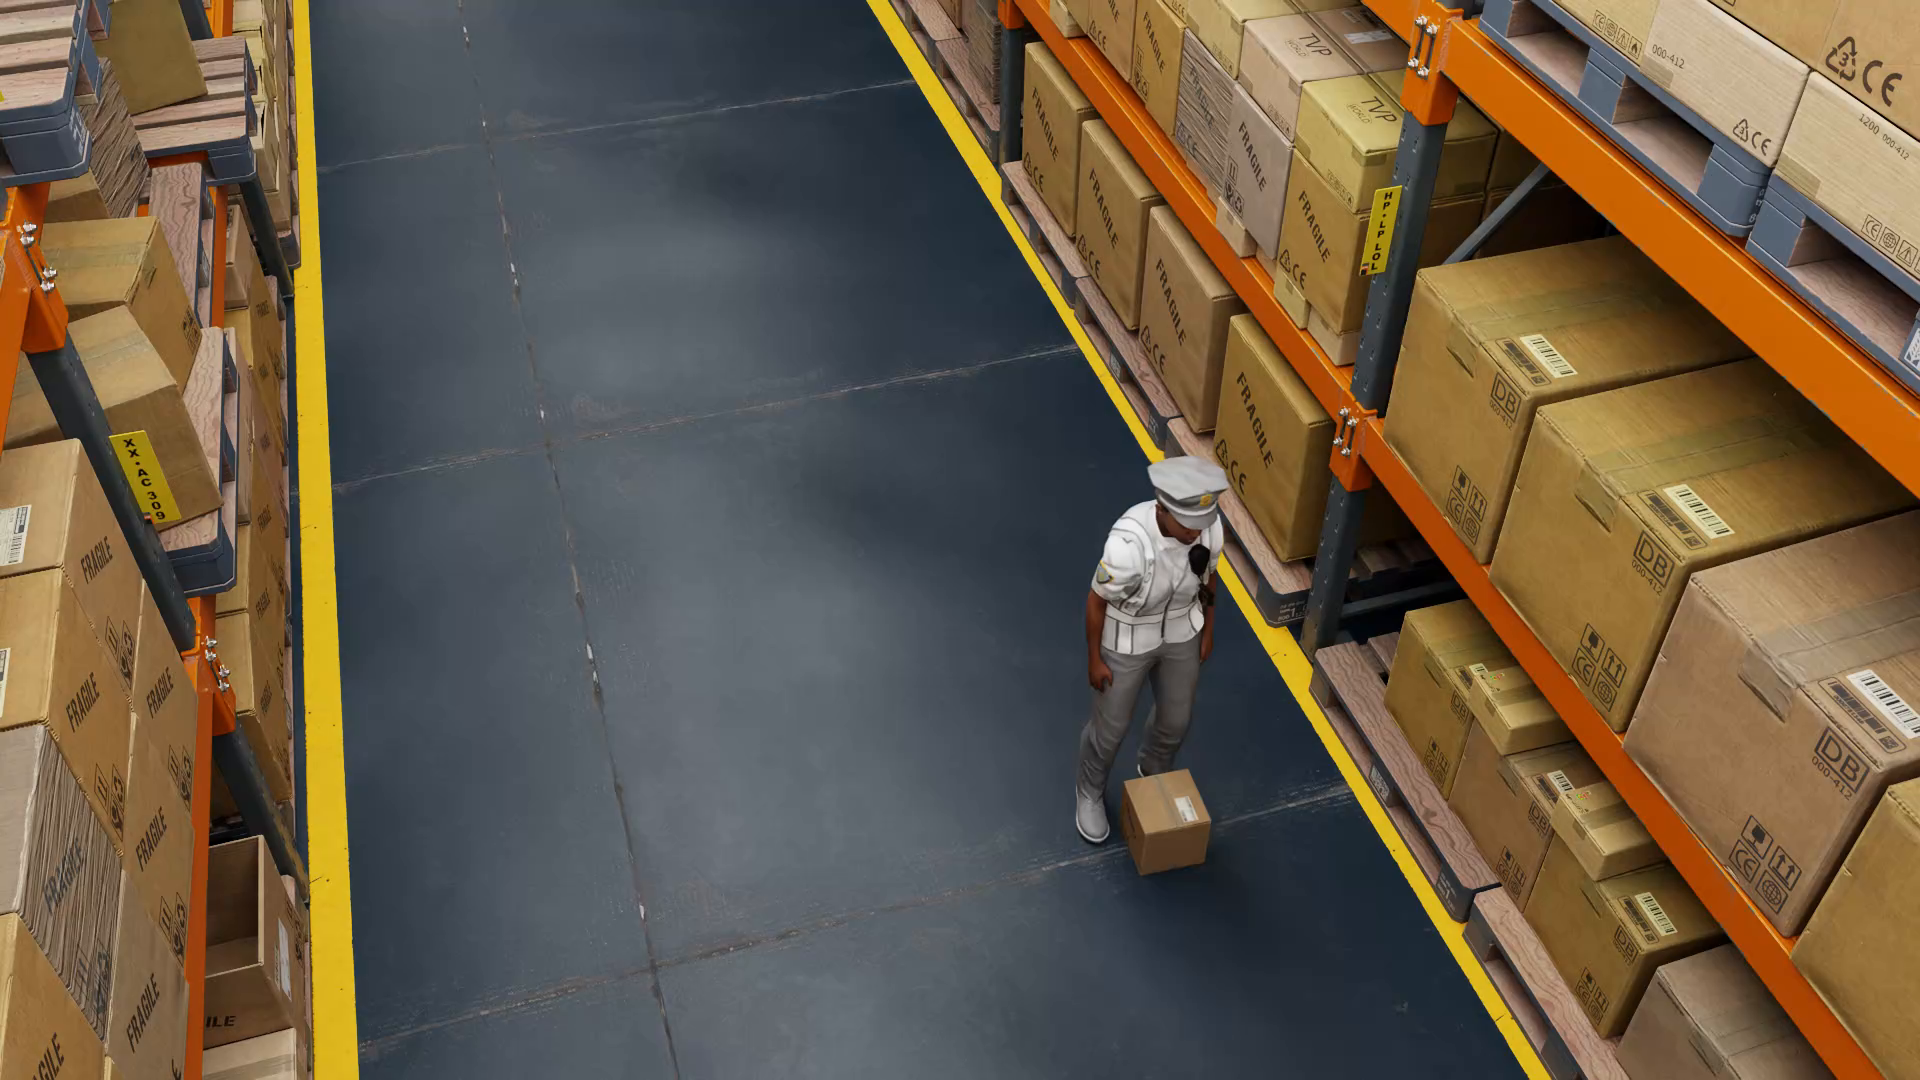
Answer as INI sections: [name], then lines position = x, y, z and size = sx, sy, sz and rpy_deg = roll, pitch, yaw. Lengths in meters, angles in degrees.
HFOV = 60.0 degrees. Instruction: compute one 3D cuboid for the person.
[person]
position = 0.654, 0.363, 5.767
size = 0.518, 1.656, 0.397
rpy_deg = -14, 44, -15
